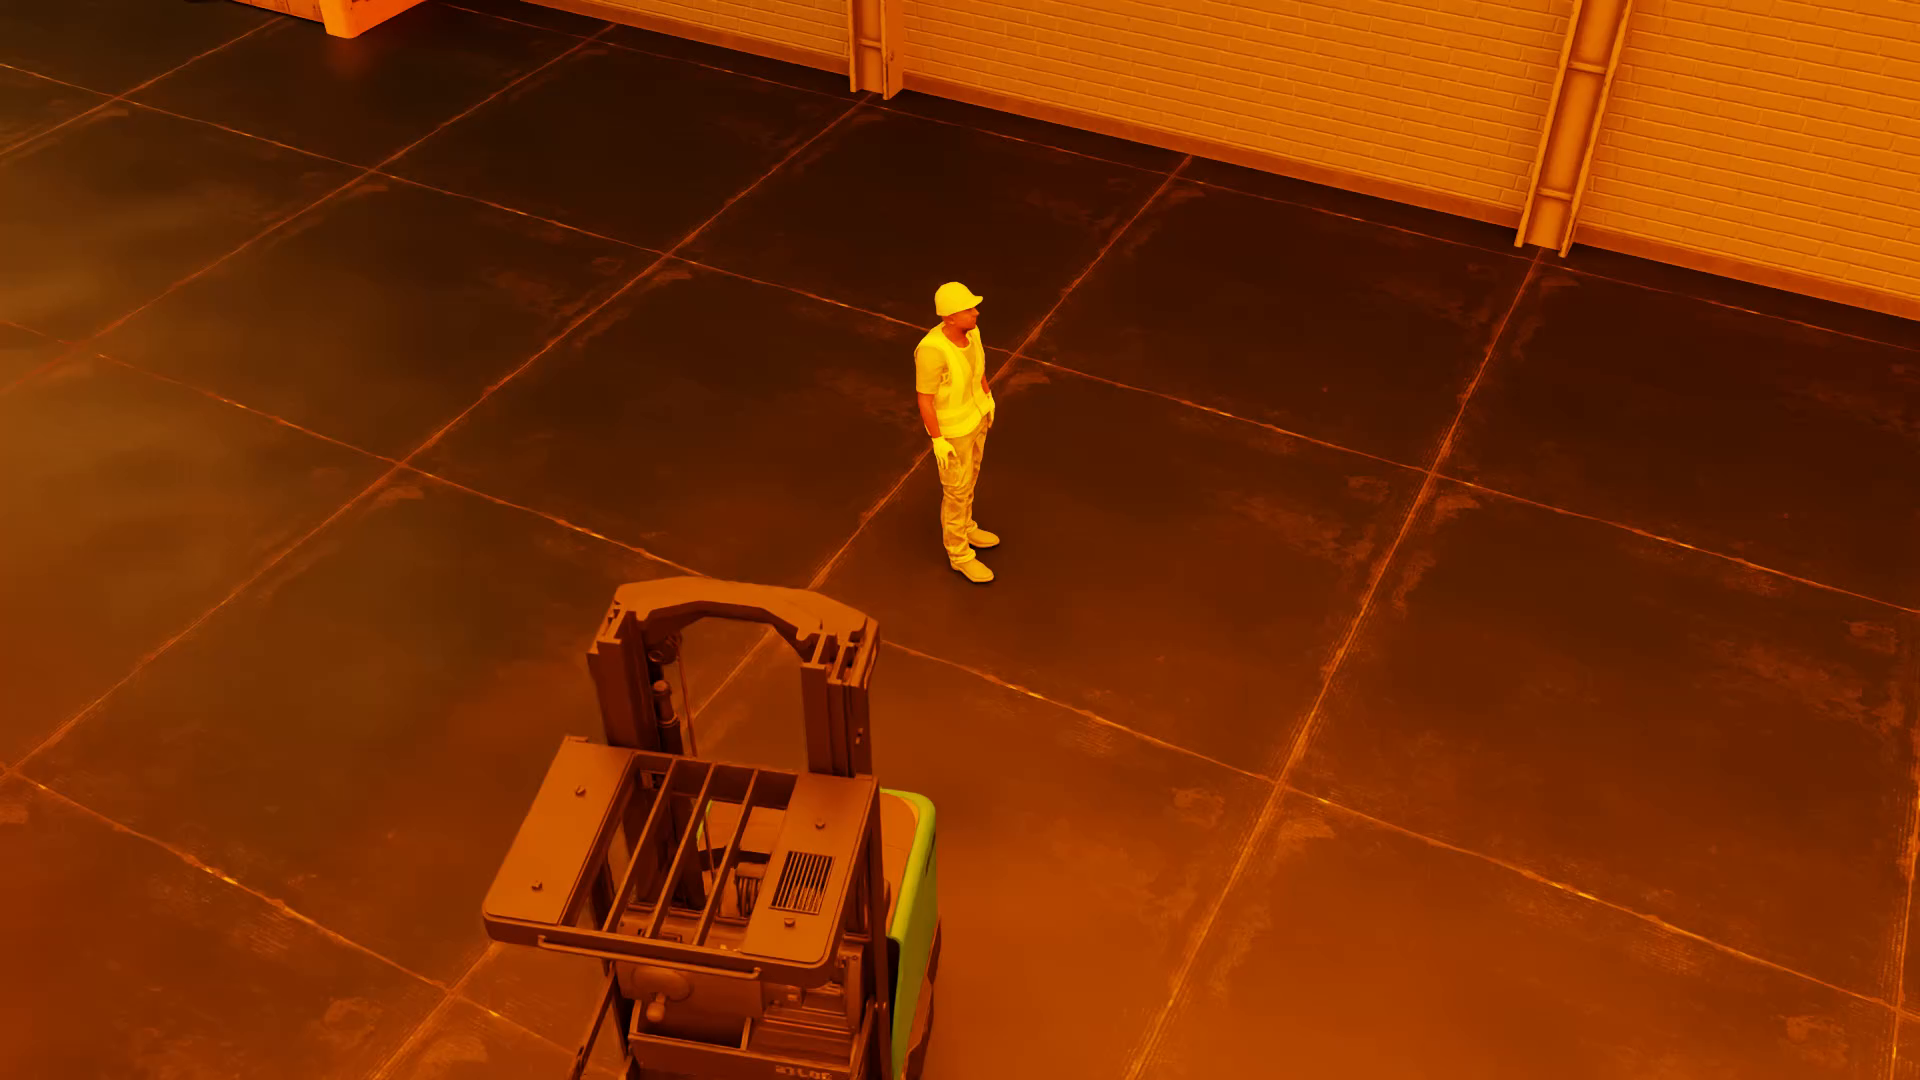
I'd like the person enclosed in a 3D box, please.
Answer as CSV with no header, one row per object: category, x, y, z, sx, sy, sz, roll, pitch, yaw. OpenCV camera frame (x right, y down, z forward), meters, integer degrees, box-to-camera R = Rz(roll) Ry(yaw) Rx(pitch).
person,0.059,-0.661,9.651,0.577,1.782,0.656,18,43,21

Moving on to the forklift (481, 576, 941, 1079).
forklift,-0.853,1.697,5.972,1.130,2.935,3.031,6,41,8
